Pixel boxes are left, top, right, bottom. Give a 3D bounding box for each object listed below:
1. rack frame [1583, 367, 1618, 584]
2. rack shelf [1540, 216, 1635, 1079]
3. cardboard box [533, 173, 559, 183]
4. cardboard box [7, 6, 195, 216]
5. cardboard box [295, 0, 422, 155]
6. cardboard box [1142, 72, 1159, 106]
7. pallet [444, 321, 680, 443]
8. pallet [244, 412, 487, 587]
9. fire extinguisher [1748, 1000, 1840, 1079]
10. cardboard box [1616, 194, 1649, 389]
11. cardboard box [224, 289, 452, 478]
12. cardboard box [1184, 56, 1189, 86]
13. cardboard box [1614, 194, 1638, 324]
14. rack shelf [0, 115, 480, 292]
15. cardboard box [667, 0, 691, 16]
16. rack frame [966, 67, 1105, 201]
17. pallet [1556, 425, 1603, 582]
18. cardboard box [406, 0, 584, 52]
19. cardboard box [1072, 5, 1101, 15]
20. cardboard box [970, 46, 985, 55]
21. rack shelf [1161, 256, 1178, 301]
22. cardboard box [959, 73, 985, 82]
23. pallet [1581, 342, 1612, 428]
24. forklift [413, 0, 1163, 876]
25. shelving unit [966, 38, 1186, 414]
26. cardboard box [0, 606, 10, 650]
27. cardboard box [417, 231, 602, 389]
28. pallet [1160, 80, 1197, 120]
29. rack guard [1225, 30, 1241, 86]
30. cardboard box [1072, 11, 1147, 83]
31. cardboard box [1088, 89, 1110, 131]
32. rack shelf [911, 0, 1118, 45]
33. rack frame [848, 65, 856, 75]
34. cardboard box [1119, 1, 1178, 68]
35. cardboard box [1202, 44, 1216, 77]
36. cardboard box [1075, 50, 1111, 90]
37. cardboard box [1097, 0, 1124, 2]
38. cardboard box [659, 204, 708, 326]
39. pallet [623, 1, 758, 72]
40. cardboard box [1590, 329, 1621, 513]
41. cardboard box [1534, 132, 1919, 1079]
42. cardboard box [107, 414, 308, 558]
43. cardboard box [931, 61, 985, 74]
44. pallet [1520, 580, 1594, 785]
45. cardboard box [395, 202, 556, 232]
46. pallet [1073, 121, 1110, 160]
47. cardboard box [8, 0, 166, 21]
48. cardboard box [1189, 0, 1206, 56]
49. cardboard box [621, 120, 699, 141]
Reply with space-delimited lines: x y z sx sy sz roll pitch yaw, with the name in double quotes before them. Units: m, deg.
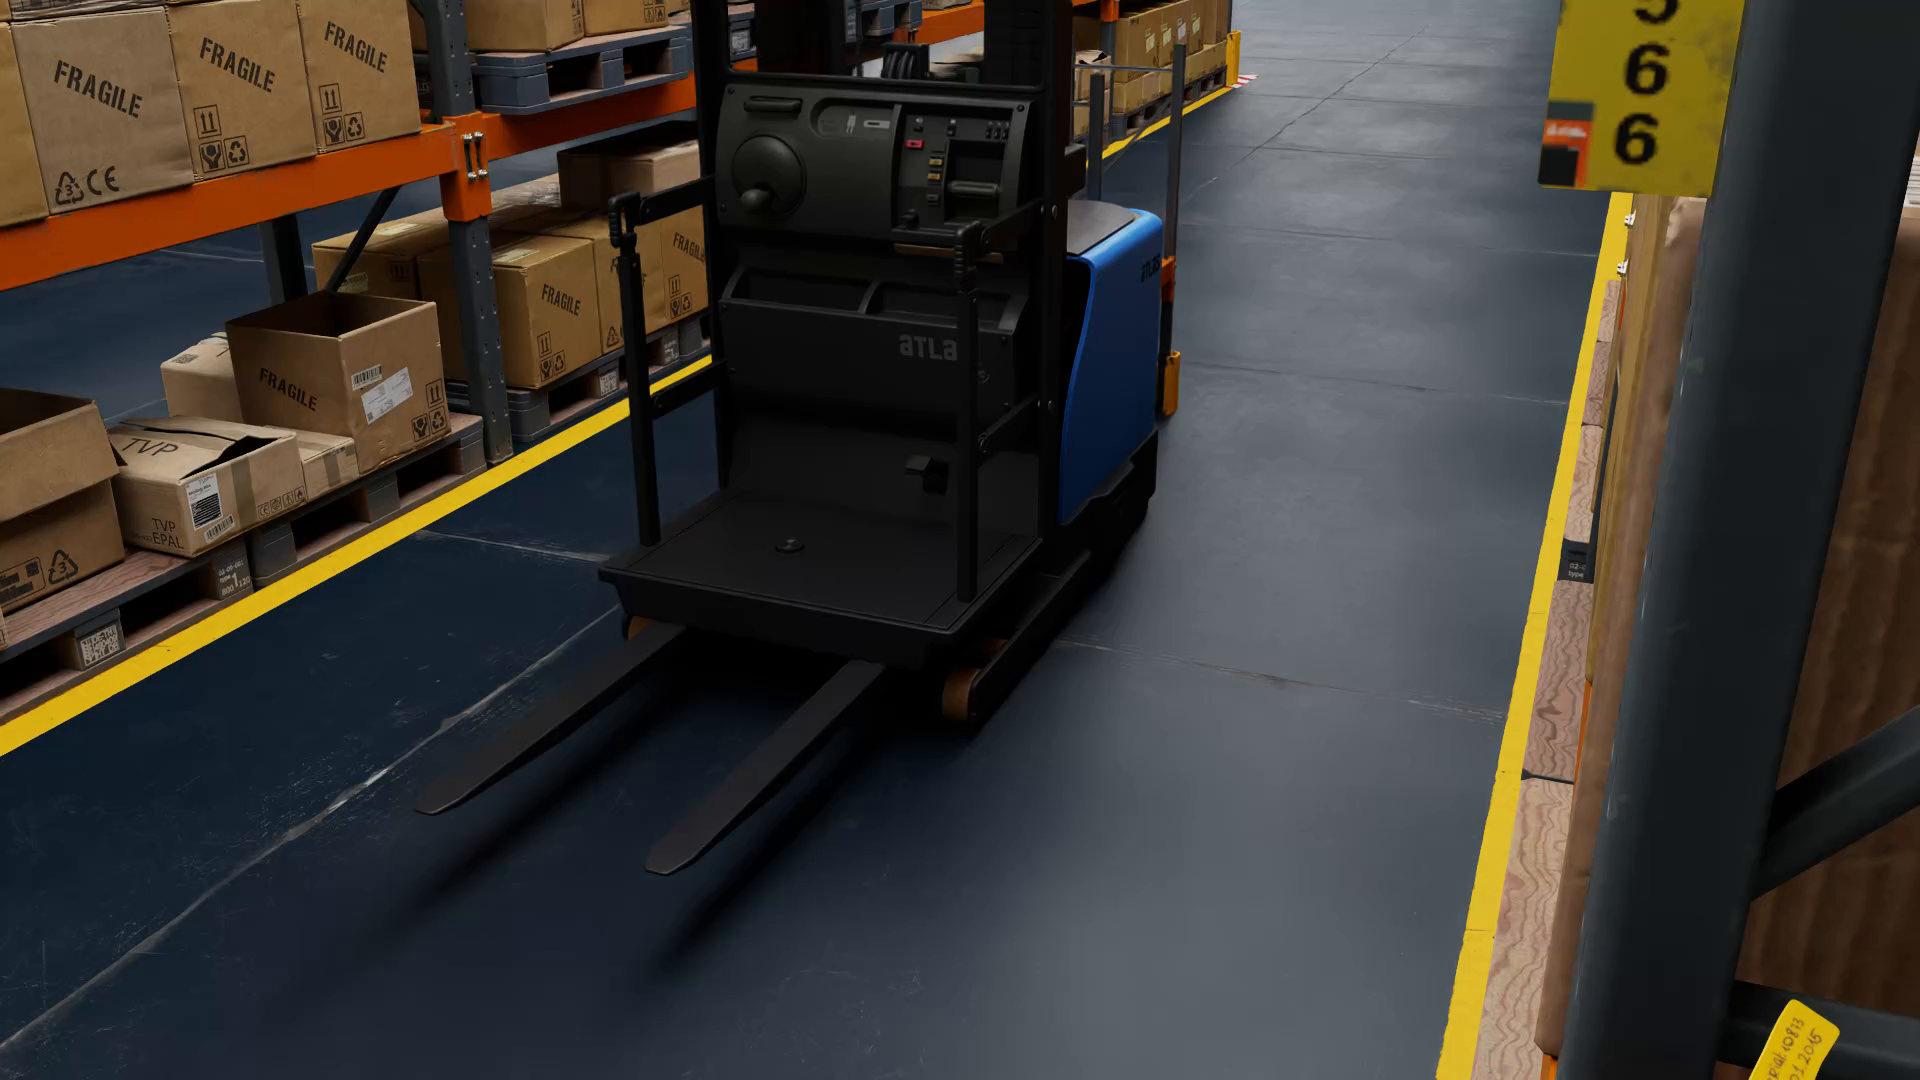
"rack frame" 2.364 -1.052 4.378 1.000 3.000 0.127 9 24 20
"rack shelf" 1.621 -0.005 2.803 1.077 0.370 4.000 9 24 20
"cardboard box" -1.755 -1.565 8.277 0.500 0.500 0.500 8 24 18
"cardboard box" -2.563 -1.222 4.654 0.500 0.500 0.500 9 24 21
"cardboard box" -2.184 -1.591 5.537 0.500 0.500 0.500 9 24 21
"cardboard box" 1.379 -3.849 14.095 0.500 0.250 0.500 9 24 20
"pallet" -1.970 -0.770 7.320 1.003 0.211 1.213 9 24 20
"pallet" -2.493 -0.228 6.022 1.003 0.211 1.213 9 24 20
"fire extinguisher" 0.393 0.575 1.067 0.296 0.674 0.183 9 24 20
"cardboard box" 1.610 -0.477 2.611 0.980 0.700 0.700 8 24 17
"cardboard box" -2.185 -0.565 5.884 0.500 0.500 0.500 9 24 20
"cardboard box" 1.750 -4.207 14.952 0.500 0.250 0.500 9 24 20
"cardboard box" 3.123 -1.129 6.805 0.750 0.750 0.750 9 24 20
"rack shelf" -2.980 -0.713 4.498 1.077 0.370 4.000 9 24 20
"cardboard box" -1.638 -2.641 7.507 0.700 0.500 0.500 3 23 7
"rack frame" 0.258 -0.927 6.022 0.500 1.500 0.032 9 24 21
"pallet" 2.580 -0.053 5.602 1.003 0.211 1.213 9 24 20
"cardboard box" -1.853 -2.138 6.301 0.700 0.500 0.500 1 23 2
"cardboard box" 0.901 -4.269 14.127 0.500 0.500 0.500 9 24 20
"cardboard box" 0.350 -3.695 12.998 0.500 0.311 0.500 9 24 20
"rack shelf" 0.454 -0.941 6.524 0.538 0.185 1.000 9 24 21
"cardboard box" 0.285 -3.076 11.518 0.500 0.311 0.500 8 24 19
"pallet" 3.032 -0.491 6.651 1.003 0.211 1.213 9 24 20
"forklift" -0.334 -1.032 4.417 1.130 2.935 3.031 9 24 21
"shelving unit" 0.451 -1.104 6.447 0.587 1.500 1.083 9 24 21
"cardboard box" -2.886 0.225 4.316 0.500 0.250 0.500 9 24 20
"cardboard box" -1.831 -0.948 6.800 0.500 0.500 0.500 8 24 18
"pallet" 1.521 -4.053 15.179 1.003 0.211 1.213 9 24 20
"rack guard" 2.229 -4.910 16.855 1.175 0.500 0.348 9 24 20
"cardboard box" 1.198 -4.015 13.521 0.500 0.500 0.500 9 24 20
"cardboard box" 0.850 -3.358 12.921 0.500 0.250 0.500 9 24 20
"rack shelf" -0.008 -3.575 11.351 1.077 0.370 4.000 9 24 20
"rack frame" -0.751 -3.192 9.499 1.000 3.000 0.127 9 24 20
"cardboard box" 1.569 -4.373 14.377 0.500 0.500 0.500 9 24 20
"cardboard box" 2.121 -4.565 15.809 0.500 0.250 0.500 9 24 20
"cardboard box" 0.850 -3.621 12.822 0.500 0.311 0.500 9 24 20
"cardboard box" 1.255 -4.629 14.990 0.500 0.500 0.500 9 24 20
"cardboard box" -1.451 -1.318 7.687 0.500 0.500 0.500 9 24 21
"pallet" -1.469 -2.407 7.869 1.003 0.211 1.213 9 24 20
"cardboard box" 2.484 -0.505 5.313 0.750 0.750 0.750 9 24 21
"cardboard box" 1.058 0.057 1.333 0.980 0.700 0.700 10 25 22
"cardboard box" -2.464 -0.210 5.278 0.500 0.311 0.500 9 24 20
"cardboard box" -0.032 -3.331 12.128 0.500 0.311 0.500 8 24 18
"pallet" 2.009 0.495 4.291 1.003 0.211 1.213 9 24 20
"cardboard box" -2.128 -1.203 7.411 0.500 0.500 0.500 9 24 20
"pallet" 0.497 -3.067 12.819 1.003 0.211 1.213 9 24 20
"cardboard box" -2.560 -1.686 4.467 0.500 0.500 0.500 9 24 20
"cardboard box" 1.940 -4.731 15.234 0.500 0.500 0.500 9 24 20
"cardboard box" -1.274 -1.832 7.942 0.500 0.250 0.500 8 24 19
